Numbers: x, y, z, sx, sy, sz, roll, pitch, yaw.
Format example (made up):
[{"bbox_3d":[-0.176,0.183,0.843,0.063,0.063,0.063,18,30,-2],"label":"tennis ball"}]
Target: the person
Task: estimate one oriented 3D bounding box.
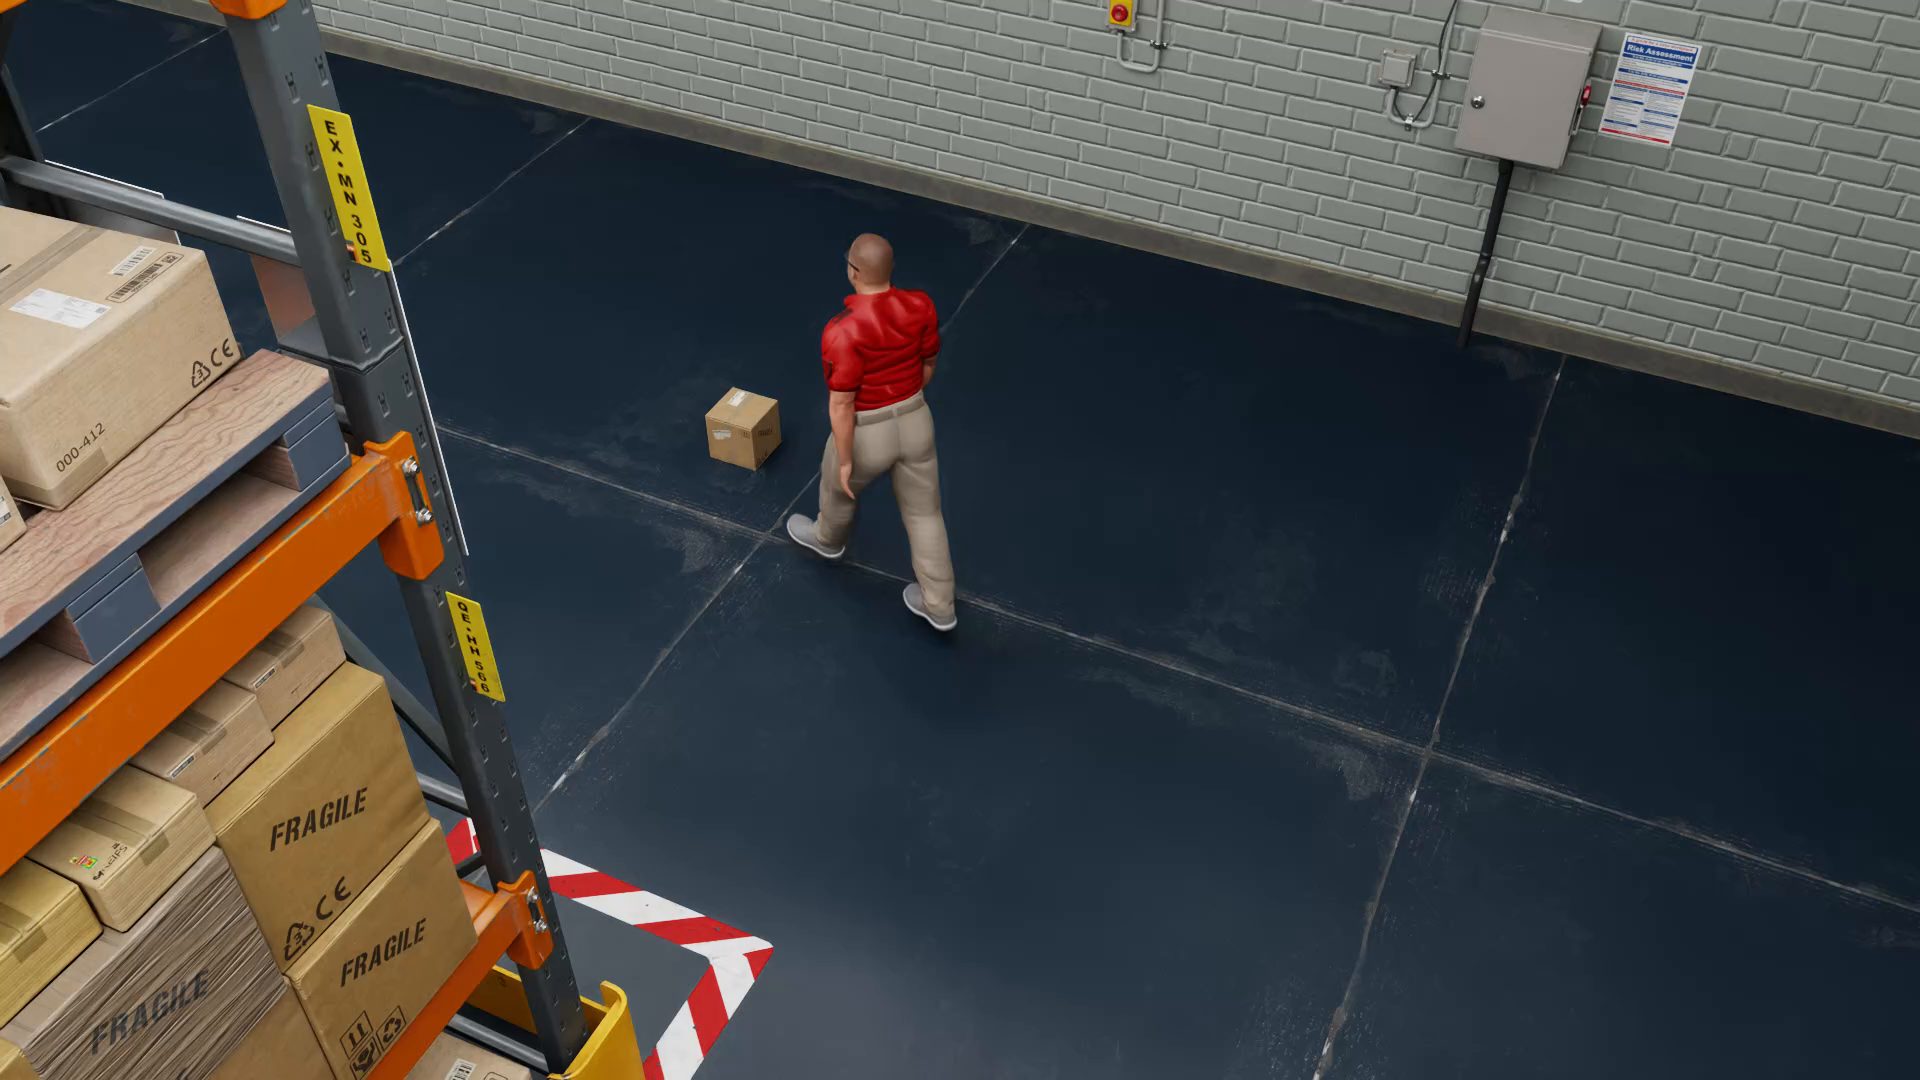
[{"bbox_3d":[-0.329,-0.482,6.691,0.544,1.670,0.979,-21,46,-22],"label":"person"}]
